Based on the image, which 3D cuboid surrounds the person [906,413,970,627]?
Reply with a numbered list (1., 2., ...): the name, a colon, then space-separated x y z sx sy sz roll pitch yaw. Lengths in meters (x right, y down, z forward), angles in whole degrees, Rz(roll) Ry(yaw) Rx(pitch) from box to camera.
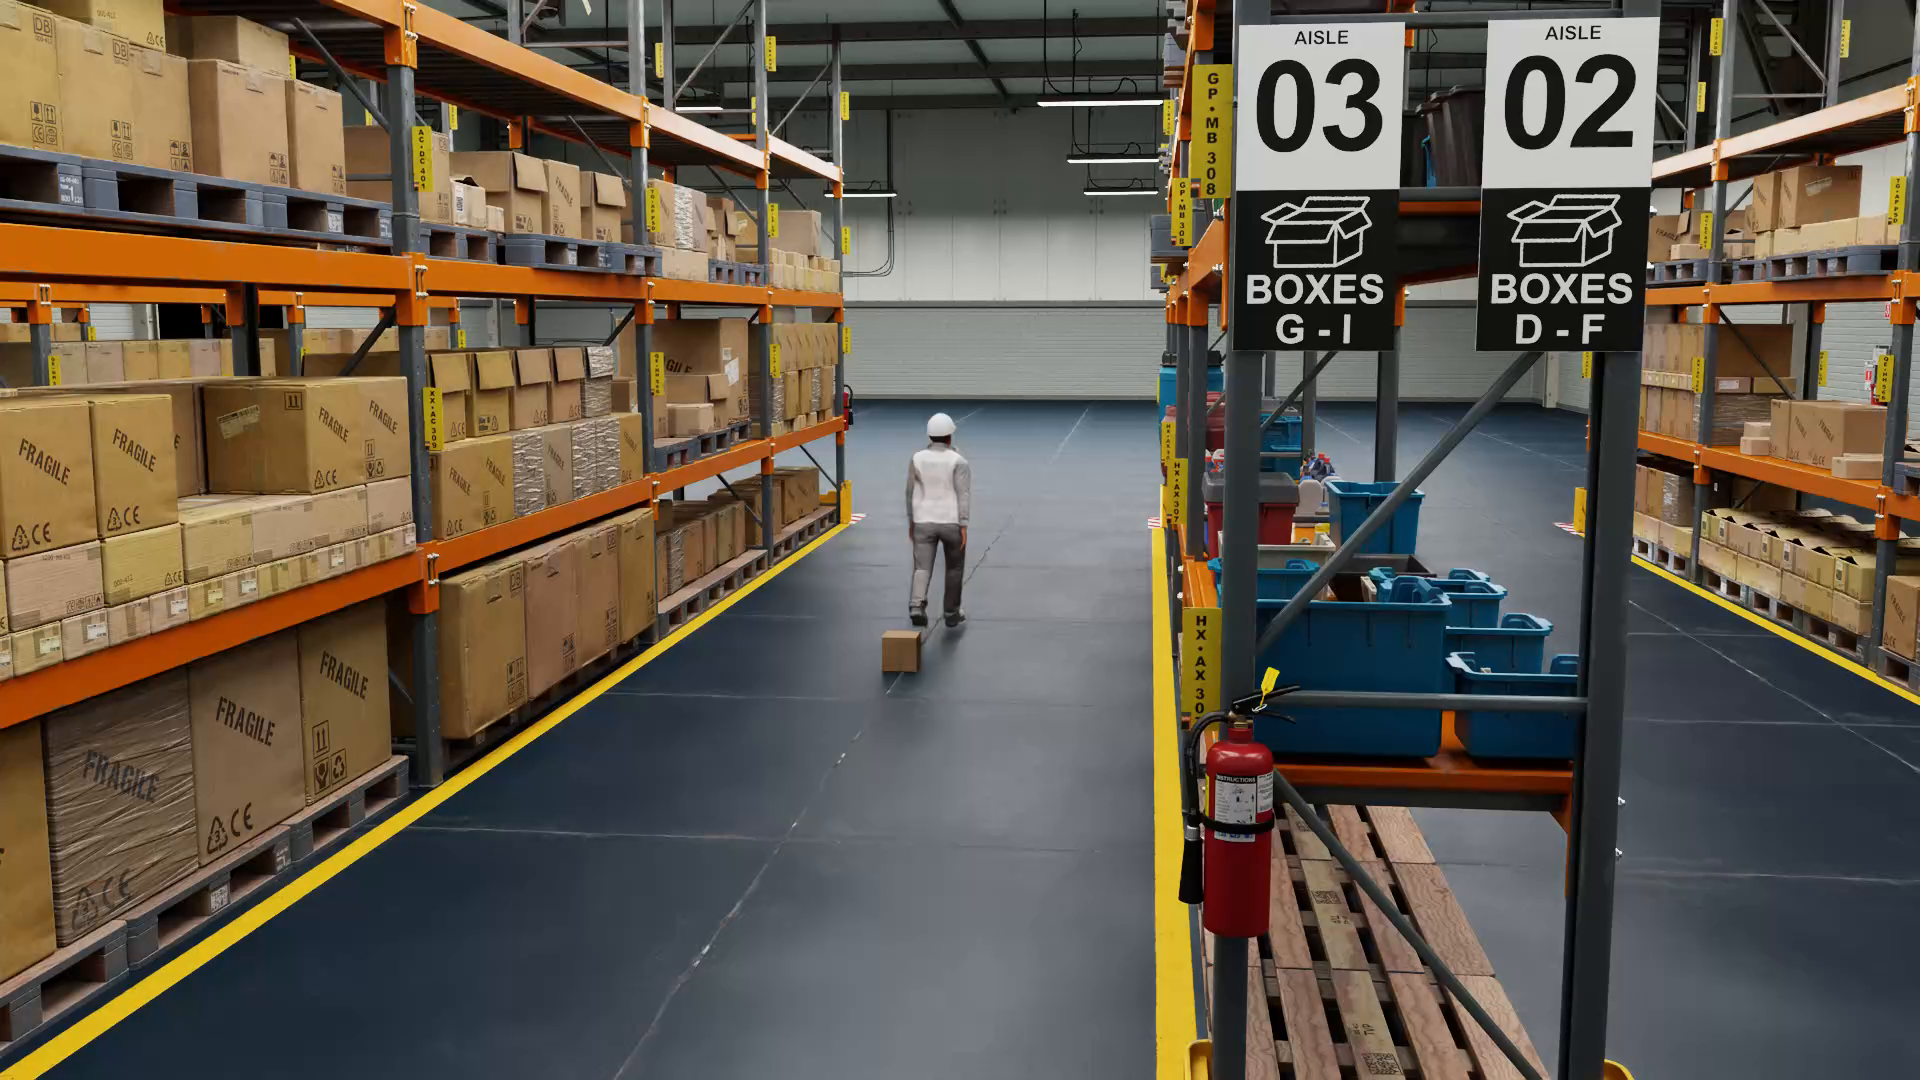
1. person: -0.178 -0.134 13.228 0.540 1.740 0.960 2 8 12
